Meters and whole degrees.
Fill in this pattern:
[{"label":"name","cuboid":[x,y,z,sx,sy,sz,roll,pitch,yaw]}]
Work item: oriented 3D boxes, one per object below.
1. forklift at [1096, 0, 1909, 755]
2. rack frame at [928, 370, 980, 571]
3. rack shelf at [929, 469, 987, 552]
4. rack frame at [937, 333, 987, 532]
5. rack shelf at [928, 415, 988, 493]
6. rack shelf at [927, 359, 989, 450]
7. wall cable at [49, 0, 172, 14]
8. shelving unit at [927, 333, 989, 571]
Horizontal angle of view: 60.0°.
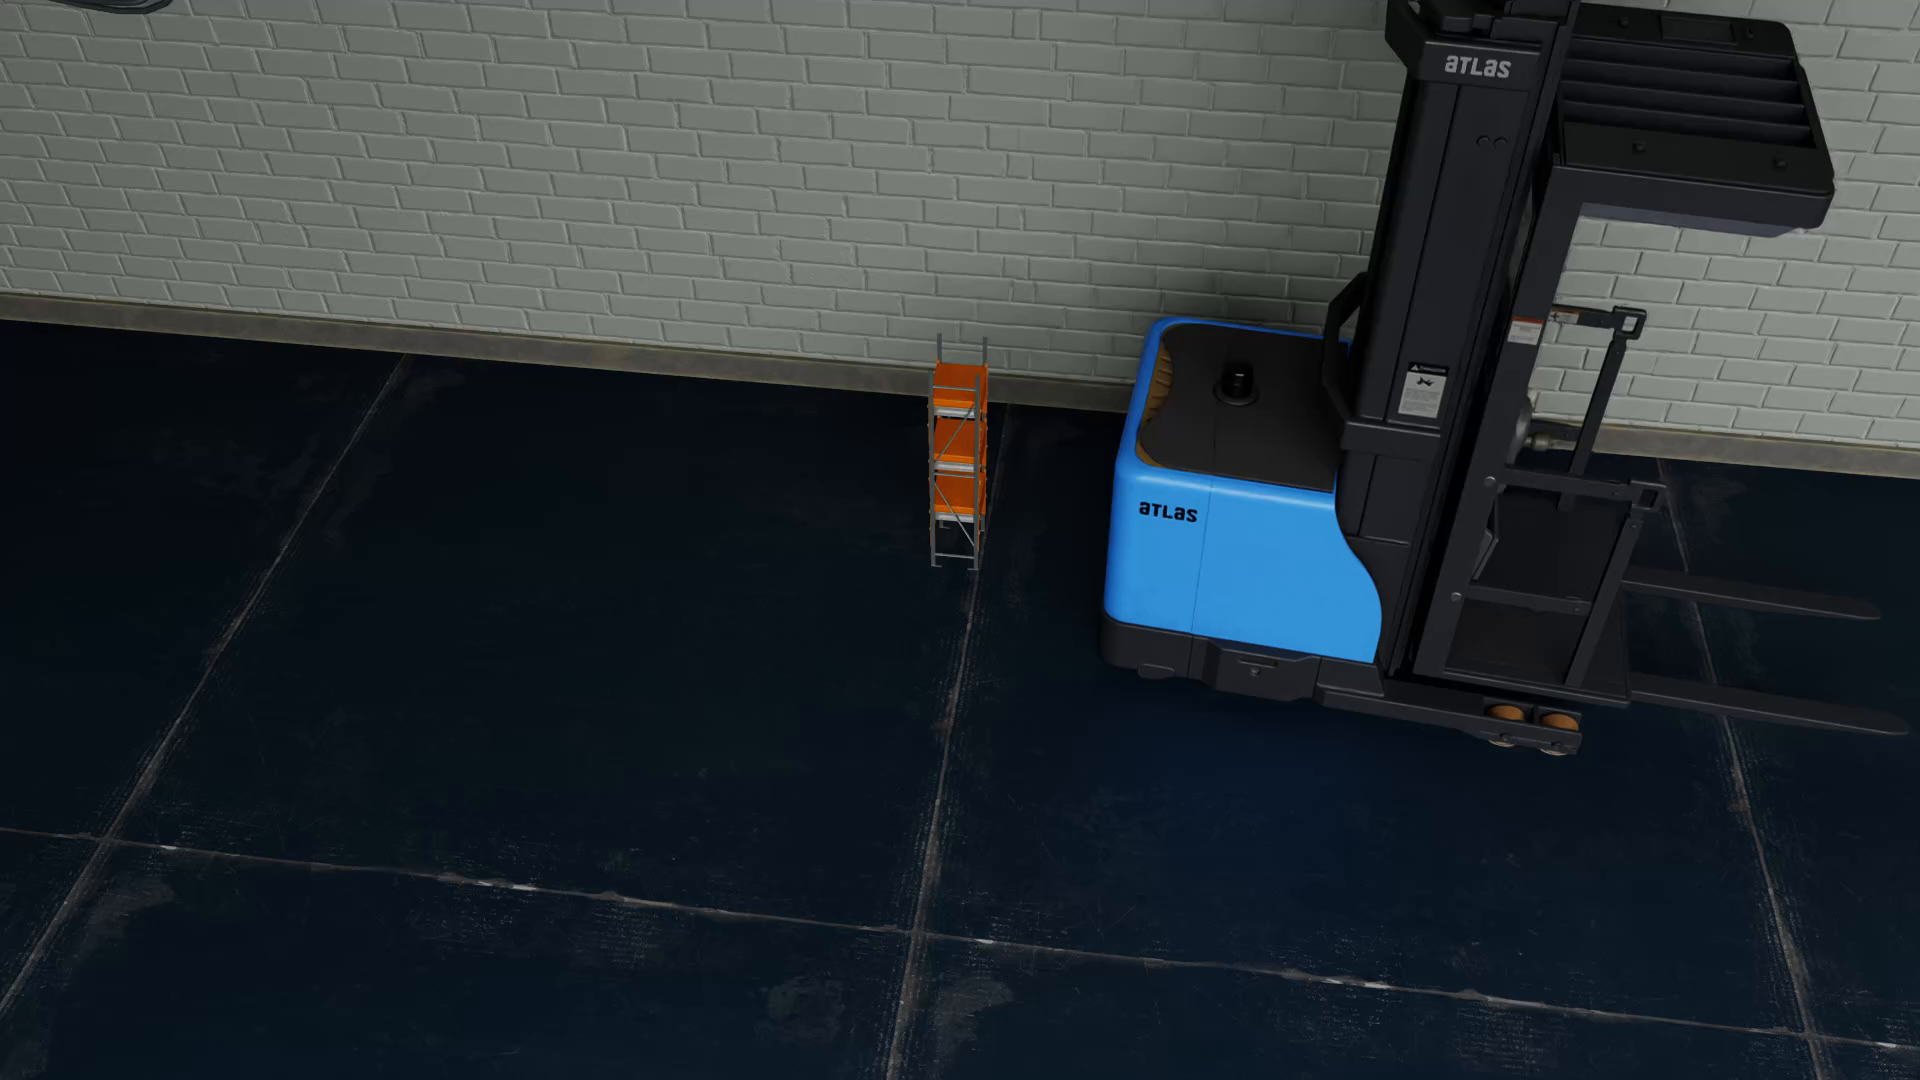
[{"label":"forklift","cuboid":[2.121,-0.643,5.797,3.031,2.935,1.130,9,44,9]},{"label":"rack frame","cuboid":[-0.023,-0.262,6.763,0.200,1.050,0.008,5,44,6]},{"label":"rack shelf","cuboid":[-0.007,-0.135,7.049,0.215,0.259,0.240,5,44,6]},{"label":"rack frame","cuboid":[0.009,-0.428,6.938,0.200,1.050,0.008,5,44,6]},{"label":"rack shelf","cuboid":[-0.007,-0.337,6.858,0.215,0.259,0.240,5,44,6]},{"label":"rack shelf","cuboid":[-0.007,-0.543,6.663,0.215,0.259,0.240,5,44,6]},{"label":"wall cable","cuboid":[-4.719,-3.229,6.374,3.097,2.526,0.112,5,44,6]},{"label":"shelving unit","cuboid":[-0.007,-0.345,6.851,0.215,1.050,0.252,5,44,6]}]
